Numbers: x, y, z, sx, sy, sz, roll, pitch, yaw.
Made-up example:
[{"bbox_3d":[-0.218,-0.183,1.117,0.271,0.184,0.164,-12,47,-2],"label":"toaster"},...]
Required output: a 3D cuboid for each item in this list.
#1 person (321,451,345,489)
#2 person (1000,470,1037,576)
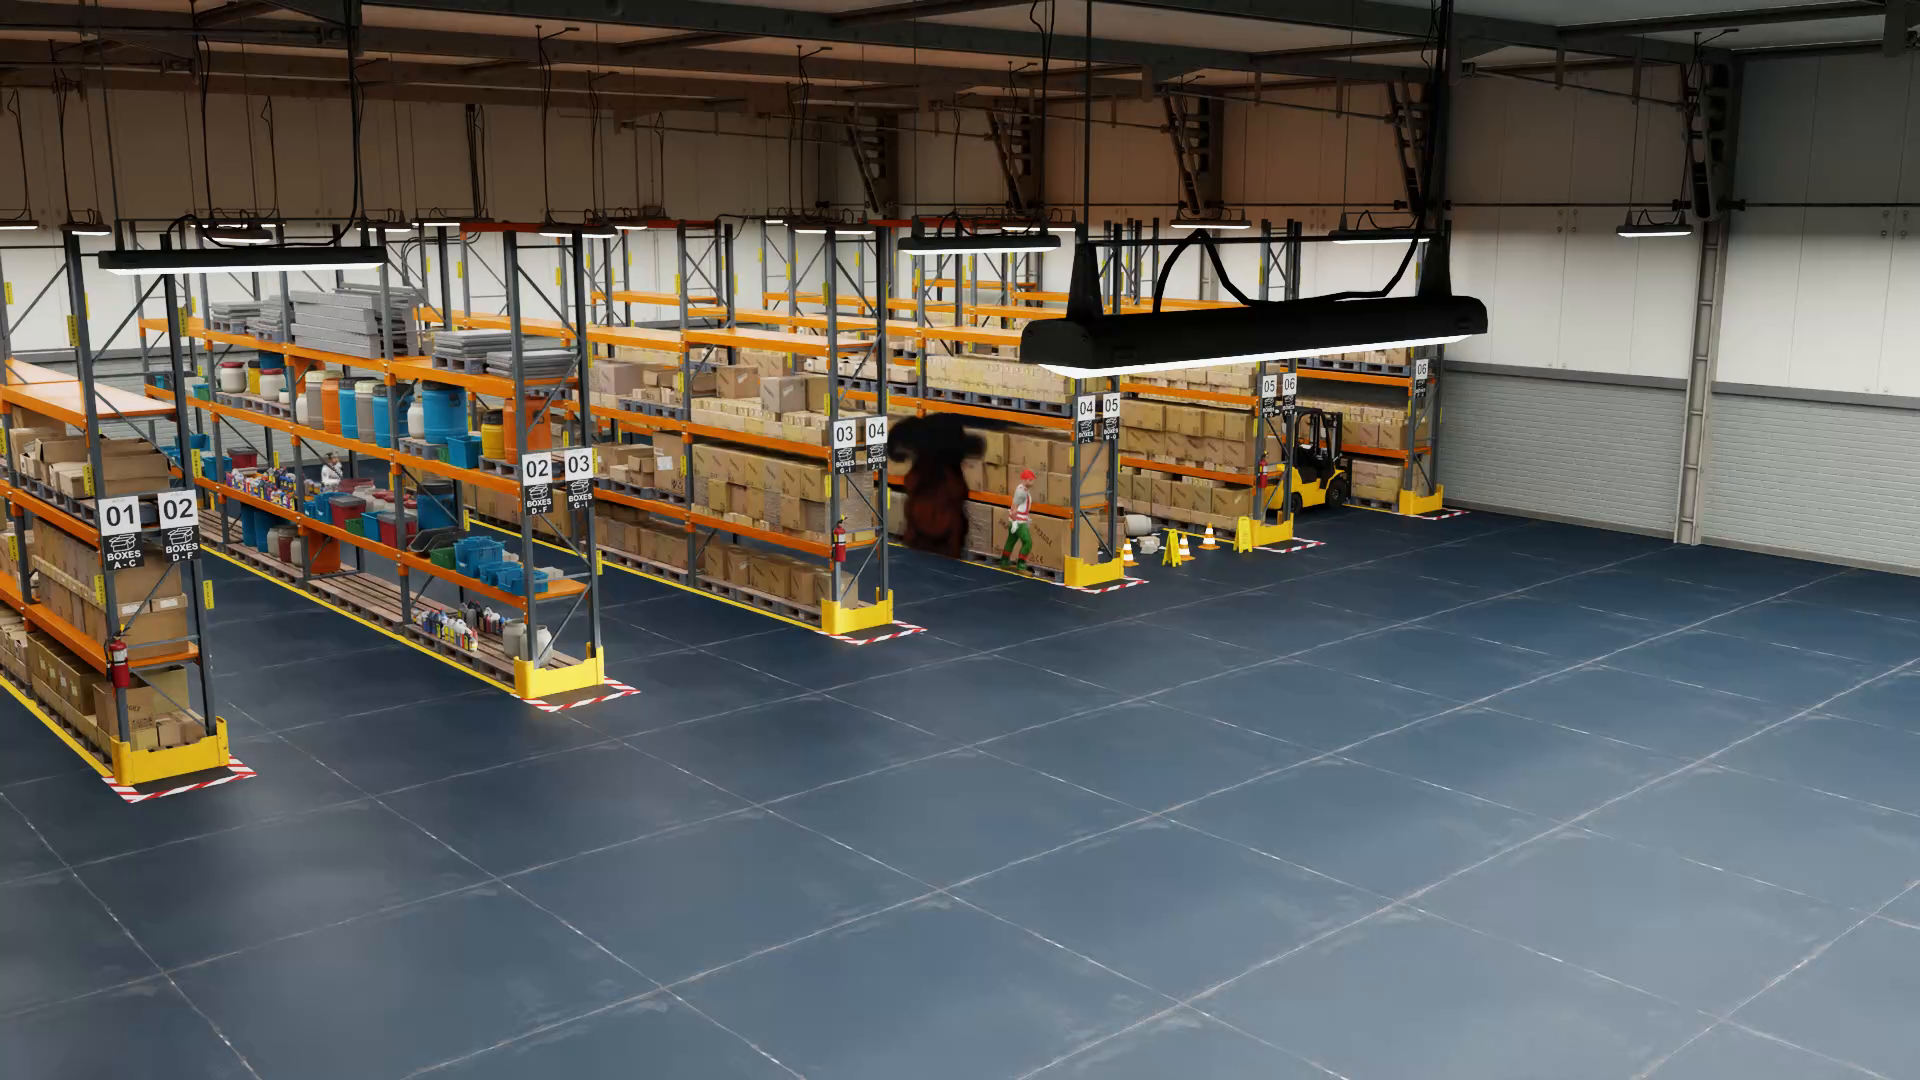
[{"bbox_3d":[-12.287,-0.965,32.576,0.923,1.635,0.613,8,14,34],"label":"person"},{"bbox_3d":[0.962,-0.283,27.404,0.584,1.788,0.626,0,11,0],"label":"person"}]
